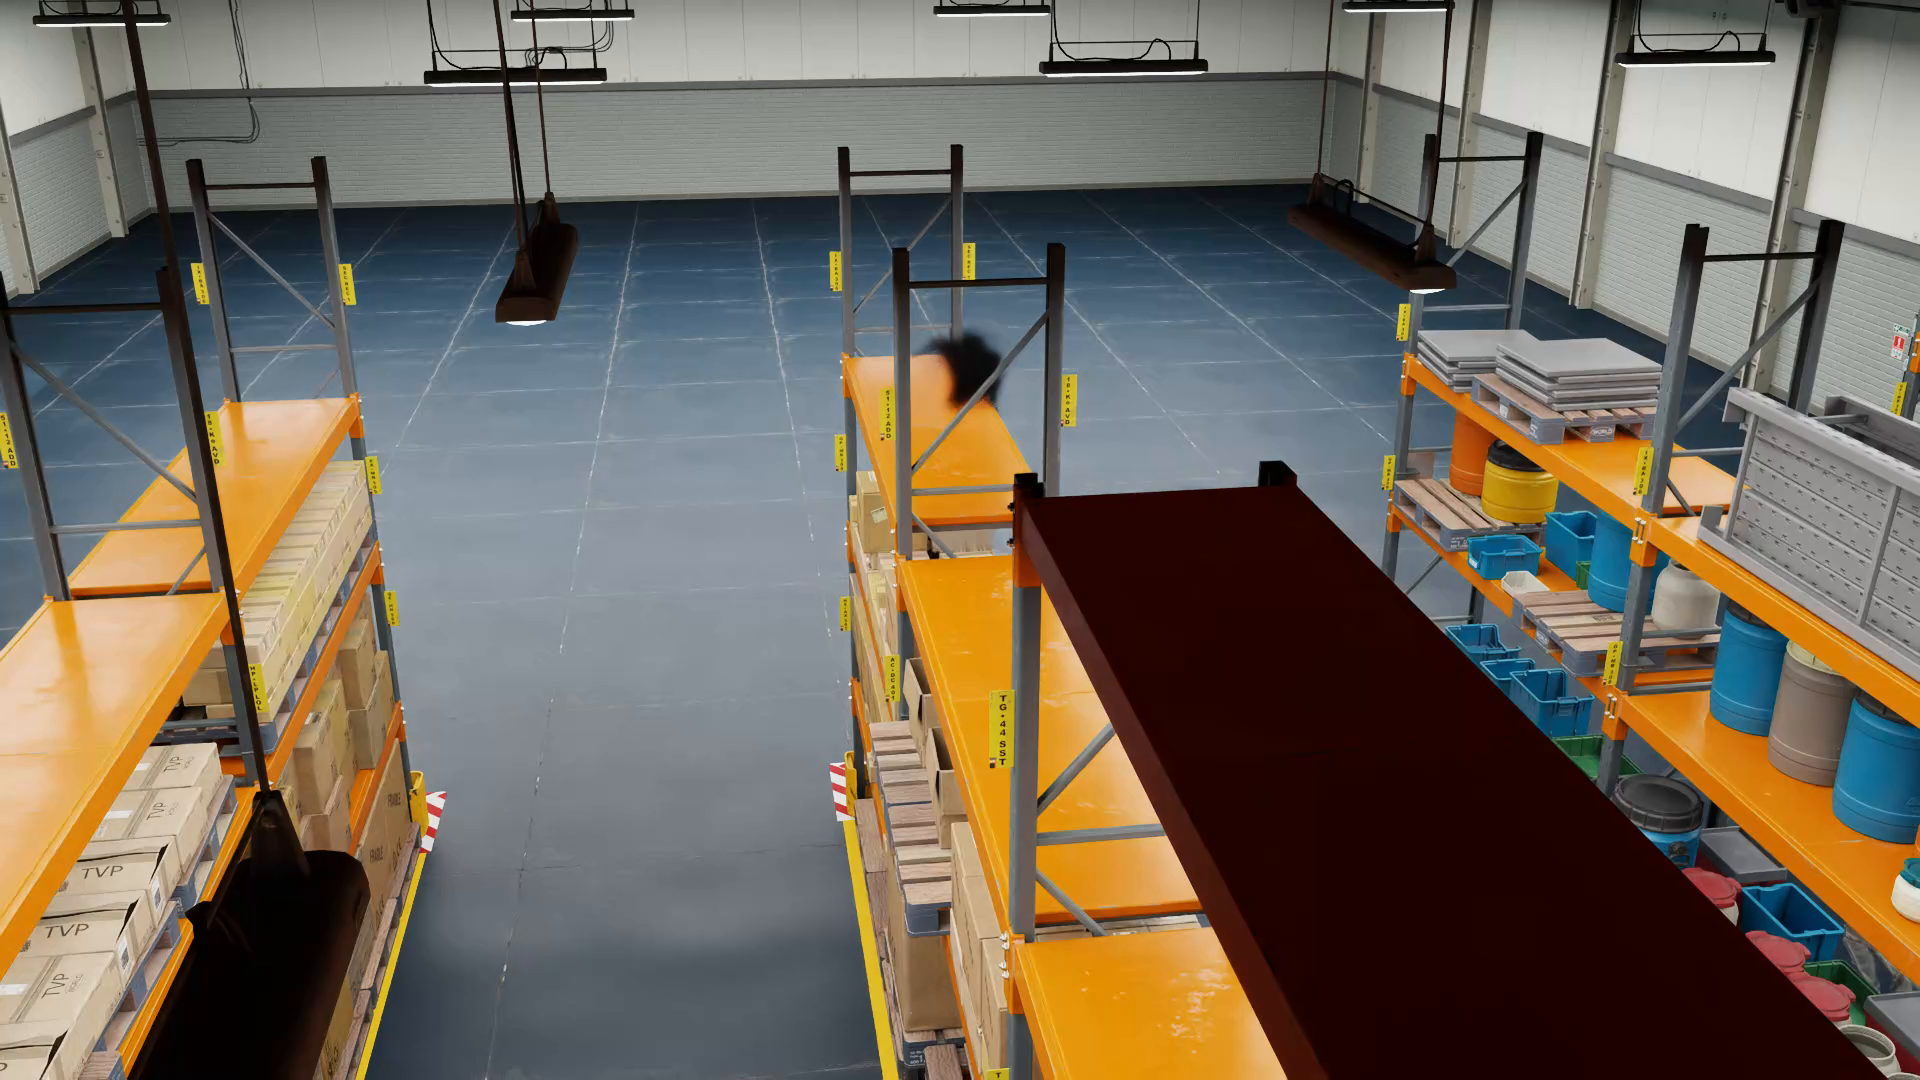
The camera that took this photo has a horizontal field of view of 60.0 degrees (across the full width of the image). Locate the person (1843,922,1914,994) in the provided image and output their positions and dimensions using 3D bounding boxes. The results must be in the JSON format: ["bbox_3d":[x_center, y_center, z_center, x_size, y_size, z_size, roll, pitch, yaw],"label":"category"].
[{"bbox_3d":[6.910,2.716,12.473,0.685,1.708,0.638,-10,24,-24],"label":"person"}]
